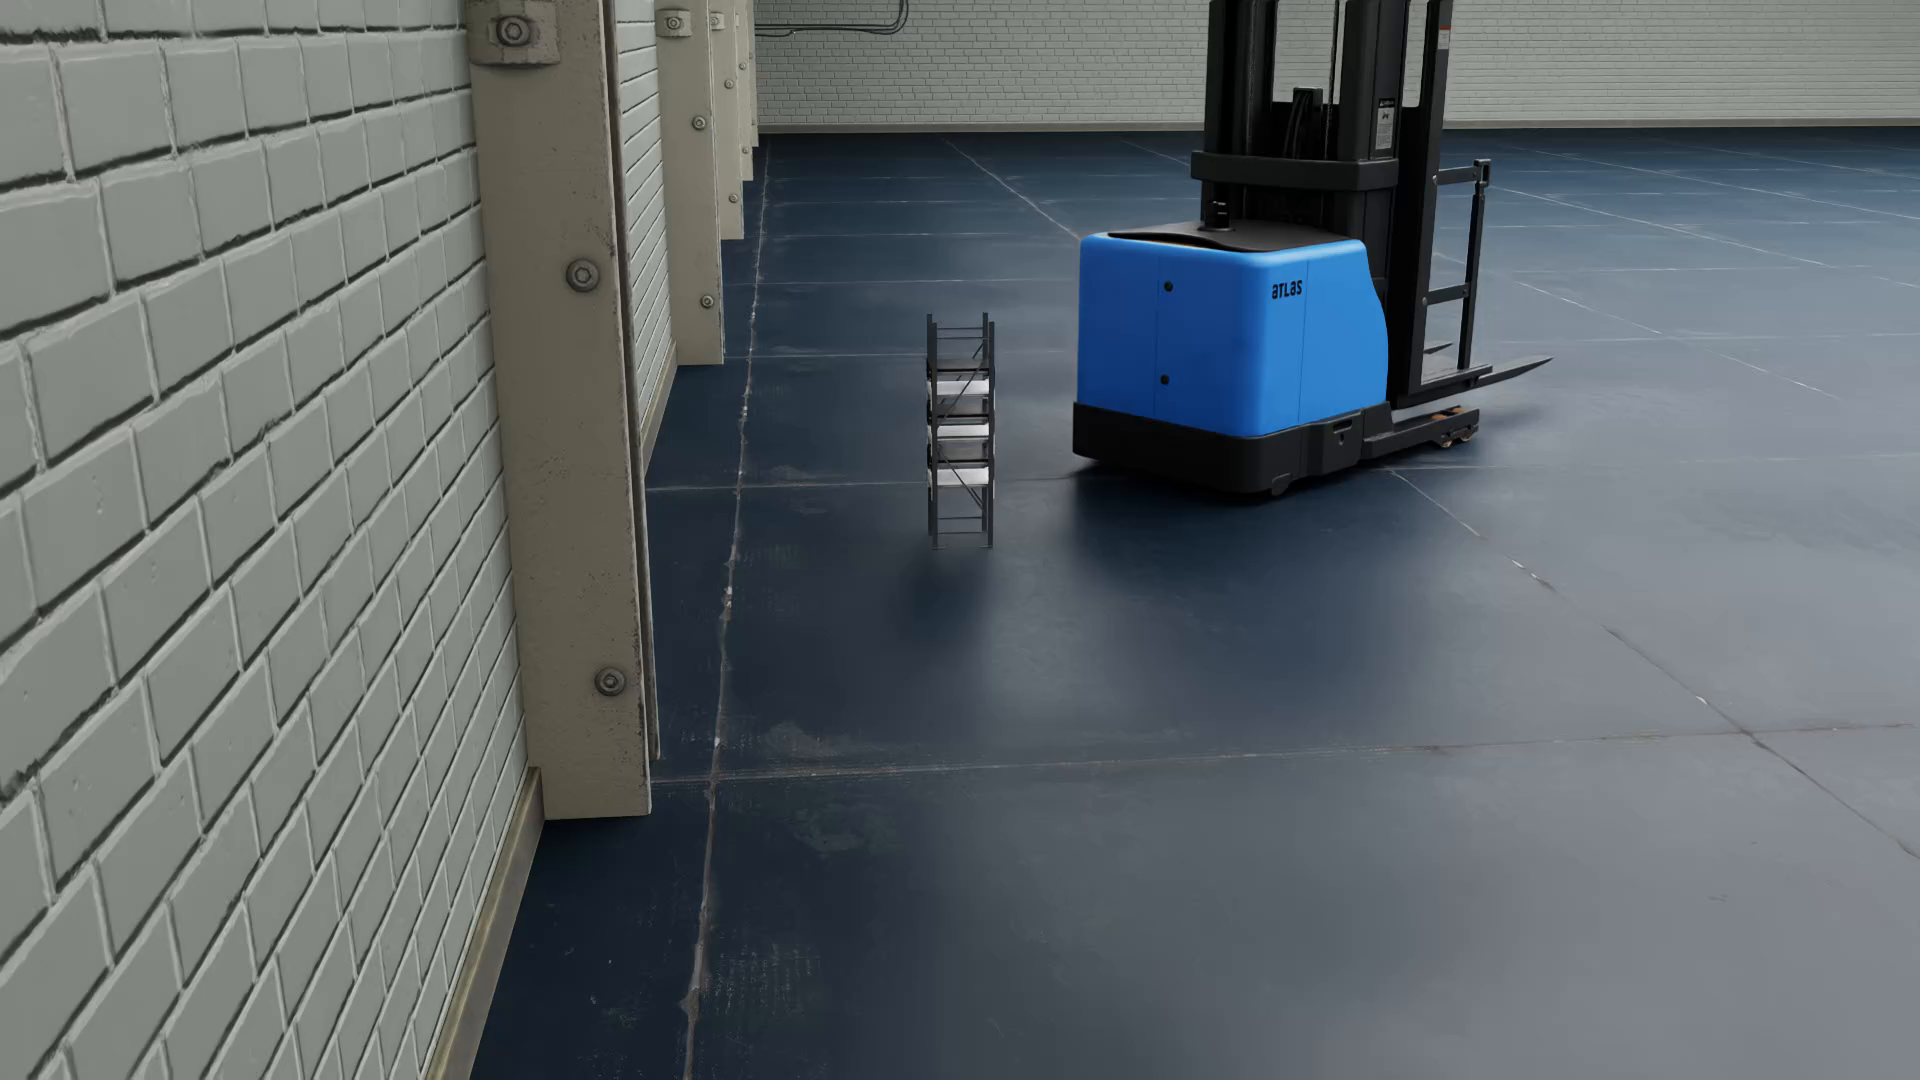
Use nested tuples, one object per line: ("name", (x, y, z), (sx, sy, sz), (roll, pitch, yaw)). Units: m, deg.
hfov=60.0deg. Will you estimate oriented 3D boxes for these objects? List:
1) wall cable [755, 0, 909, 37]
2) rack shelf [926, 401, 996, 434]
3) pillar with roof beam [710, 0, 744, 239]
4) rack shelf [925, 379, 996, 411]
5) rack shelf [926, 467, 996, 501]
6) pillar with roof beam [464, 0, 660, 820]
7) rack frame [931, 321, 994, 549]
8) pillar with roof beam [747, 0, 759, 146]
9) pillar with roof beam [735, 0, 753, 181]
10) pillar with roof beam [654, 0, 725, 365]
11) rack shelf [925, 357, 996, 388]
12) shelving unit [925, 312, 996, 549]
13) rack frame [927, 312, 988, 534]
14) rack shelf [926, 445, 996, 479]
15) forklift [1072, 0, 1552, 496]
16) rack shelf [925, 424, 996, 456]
("wall cable", (-2.454, -10.213, 29.367), (3.097, 2.526, 0.112), (-2, 18, -6))
("rack shelf", (0.001, -0.481, 6.518), (0.258, 0.077, 0.200), (-2, 18, -6))
("pillar with roof beam", (2.054, -7.333, 15.012), (9.100, 9.000, 0.400), (-2, 18, -6))
("rack shelf", (0.001, -0.567, 6.491), (0.258, 0.077, 0.200), (-2, 18, -6))
("rack shelf", (0.001, -0.223, 6.598), (0.258, 0.077, 0.200), (-2, 18, -6))
("pillar with roof beam", (3.292, -3.758, 3.624), (9.100, 9.000, 0.400), (-2, 18, -6))
("rack frame", (0.011, -0.397, 6.438), (0.240, 0.900, 0.006), (-2, 18, -6))
("pillar with roof beam", (0.817, -10.908, 26.400), (9.100, 9.000, 0.400), (-2, 18, -6))
("pillar with roof beam", (1.436, -9.121, 20.706), (9.100, 9.000, 0.400), (-2, 18, -6))
("pillar with roof beam", (2.673, -5.546, 9.318), (9.100, 9.000, 0.400), (-2, 18, -6))
("rack shelf", (0.001, -0.653, 6.464), (0.258, 0.077, 0.200), (-2, 18, -6))
("shelving unit", (0.001, -0.427, 6.535), (0.258, 0.900, 0.210), (-2, 18, -6))
("rack frame", (-0.010, -0.457, 6.631), (0.240, 0.900, 0.006), (-2, 18, -6))
("rack shelf", (0.001, -0.309, 6.572), (0.258, 0.077, 0.200), (-2, 18, -6))
("forklift", (1.932, -1.944, 7.976), (3.031, 2.935, 1.130), (-16, 24, -42))
("rack shelf", (0.001, -0.395, 6.545), (0.258, 0.077, 0.200), (-2, 18, -6))
